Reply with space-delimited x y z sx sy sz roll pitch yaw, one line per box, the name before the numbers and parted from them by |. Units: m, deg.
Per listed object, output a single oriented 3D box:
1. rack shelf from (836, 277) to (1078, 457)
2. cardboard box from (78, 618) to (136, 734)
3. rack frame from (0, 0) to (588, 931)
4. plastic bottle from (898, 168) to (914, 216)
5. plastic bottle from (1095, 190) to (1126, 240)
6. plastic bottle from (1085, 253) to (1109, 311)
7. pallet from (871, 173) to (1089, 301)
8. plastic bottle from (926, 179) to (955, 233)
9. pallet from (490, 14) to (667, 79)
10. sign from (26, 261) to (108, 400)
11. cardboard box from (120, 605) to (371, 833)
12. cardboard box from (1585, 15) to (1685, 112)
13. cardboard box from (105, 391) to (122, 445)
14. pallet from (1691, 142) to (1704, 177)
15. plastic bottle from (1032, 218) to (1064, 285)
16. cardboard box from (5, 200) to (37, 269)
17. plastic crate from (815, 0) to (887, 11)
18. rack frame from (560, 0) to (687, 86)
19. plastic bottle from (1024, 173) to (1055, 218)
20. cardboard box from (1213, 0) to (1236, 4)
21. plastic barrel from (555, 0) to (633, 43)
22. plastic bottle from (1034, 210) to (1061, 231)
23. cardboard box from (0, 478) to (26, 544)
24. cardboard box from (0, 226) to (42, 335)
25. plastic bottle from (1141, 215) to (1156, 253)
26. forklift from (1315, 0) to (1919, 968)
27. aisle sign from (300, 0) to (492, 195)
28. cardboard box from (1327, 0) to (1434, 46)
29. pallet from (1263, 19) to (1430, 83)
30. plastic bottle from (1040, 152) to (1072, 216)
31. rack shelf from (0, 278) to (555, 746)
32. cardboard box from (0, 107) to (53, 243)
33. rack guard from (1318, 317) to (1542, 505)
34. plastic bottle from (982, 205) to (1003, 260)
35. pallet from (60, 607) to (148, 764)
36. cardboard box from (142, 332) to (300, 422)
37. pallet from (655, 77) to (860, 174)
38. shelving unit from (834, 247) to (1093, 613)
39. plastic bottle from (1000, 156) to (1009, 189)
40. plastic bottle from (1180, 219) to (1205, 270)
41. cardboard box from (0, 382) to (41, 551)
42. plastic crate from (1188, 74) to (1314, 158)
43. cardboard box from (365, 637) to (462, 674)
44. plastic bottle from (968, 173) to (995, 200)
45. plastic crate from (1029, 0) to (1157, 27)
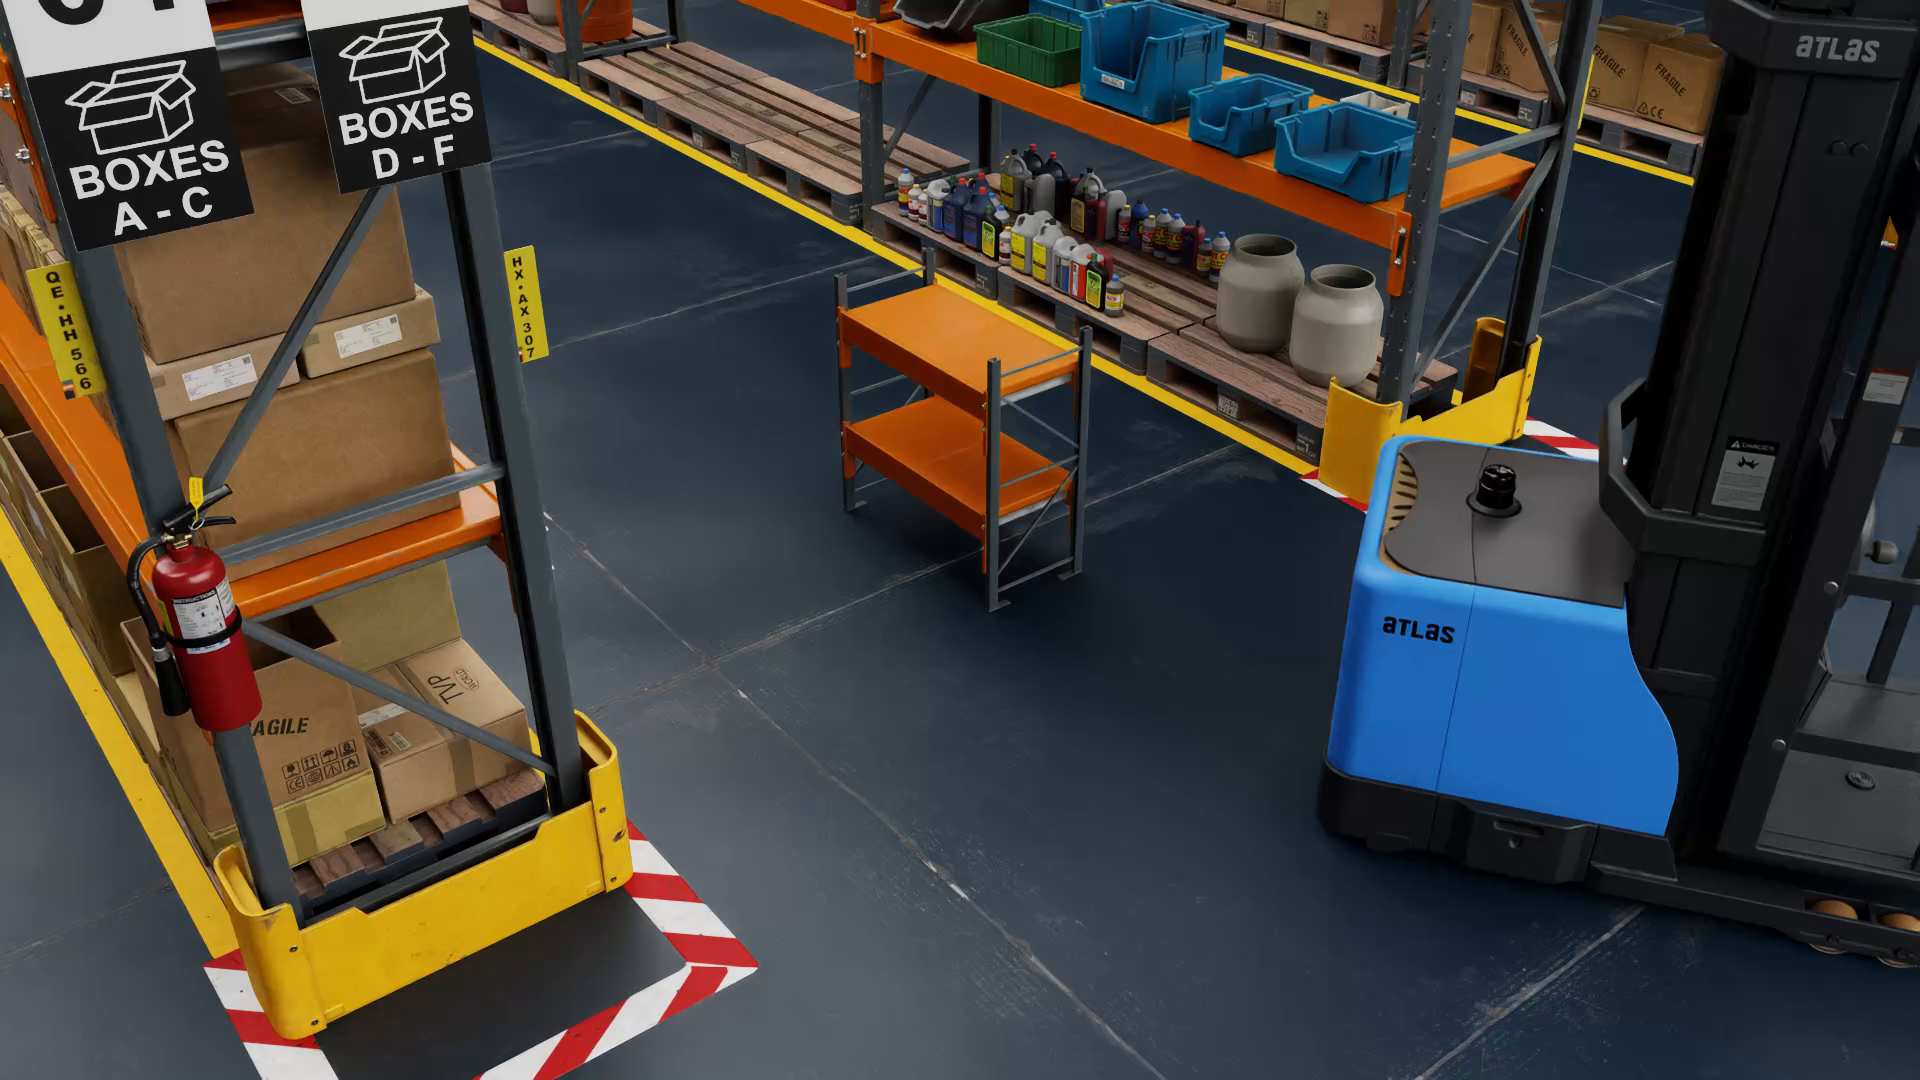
rack shelf | -0.004 -0.729 6.803 0.538 0.278 1.000 -22 38 -31
cardboard box | -2.819 0.388 5.991 0.500 0.250 0.500 -22 38 -31
rack frame | -1.633 -0.062 4.506 1.000 3.000 0.127 -22 38 -31
plastic bottle | -0.321 -2.083 9.930 0.097 0.271 0.097 0 32 0
plastic bottle | 0.864 -1.901 9.632 0.152 0.276 0.135 -22 38 -31
plastic bottle | 0.724 -1.362 8.757 0.061 0.283 0.133 -21 38 -30
pallet | 0.208 -1.852 10.031 1.003 0.211 1.213 -22 38 -31
plastic bottle | -0.101 -1.959 9.726 0.152 0.276 0.135 -21 37 -30
pallet | -3.140 -4.127 13.695 1.003 0.211 1.213 -22 38 -31
sign | -2.070 -0.484 3.865 0.100 0.325 0.005 -22 38 -31
cardboard box | -2.197 0.482 5.128 0.500 0.500 0.500 -22 38 -31
cardboard box | 4.756 -3.399 11.851 0.500 0.500 0.500 -26 40 -35
cardboard box | -2.235 -0.520 5.150 0.700 0.500 0.500 -21 38 -30
pallet | 5.678 -2.462 11.014 1.003 0.211 1.213 -22 38 -31
plastic bottle | 0.487 -1.587 9.056 0.144 0.351 0.185 -21 37 -29
cardboard box | -2.813 -1.016 5.334 0.380 0.149 0.250 -21 38 -30
plastic crate | -0.709 -3.460 9.917 0.402 0.464 0.583 -22 38 -31
rack frame | -2.623 -4.997 12.452 1.000 3.000 0.127 -22 38 -31
plastic bottle | 0.468 -2.046 9.866 0.152 0.276 0.135 -22 38 -31
cardboard box | 2.419 -4.990 14.394 0.700 0.500 0.500 -19 37 -28
plastic barrel | -2.937 -4.452 13.233 0.600 0.830 0.708 -22 38 -31
plastic bottle | 0.475 -1.691 9.295 0.152 0.276 0.135 -22 38 -31
cardboard box | -3.738 -0.238 6.998 0.500 0.250 0.500 -22 38 -31
cardboard box | -3.175 -1.160 6.180 0.700 0.500 0.500 -22 38 -31
plastic bottle | 1.085 -1.743 9.449 0.097 0.201 0.097 0 32 0
forklift | 2.777 -0.242 4.861 3.031 2.935 1.130 10 33 15
aisle sign | -1.350 -1.238 3.936 0.394 0.787 0.004 -22 38 -31
cardboard box | 3.382 -4.320 13.315 0.700 0.500 0.500 -26 40 -35
pallet | 3.263 -4.072 13.605 1.003 0.211 1.213 -22 38 -31
plastic bottle | 0.570 -2.136 9.940 0.144 0.351 0.185 -24 39 -34
rack shelf | -2.859 -0.590 6.038 1.077 0.370 4.000 -22 38 -31
cardboard box | -2.578 -1.303 5.181 0.700 0.500 0.500 -22 38 -31
rack guard | 2.199 -0.617 7.770 1.175 0.500 0.348 -22 38 -31
plastic bottle | 0.181 -1.731 9.352 0.061 0.283 0.133 -20 37 -29
pallet | -2.879 0.310 6.551 1.003 0.211 1.213 -22 38 -31
cardboard box | -2.017 -0.477 4.466 0.380 0.149 0.250 -23 39 -32
pallet | -1.435 -2.969 11.830 1.003 0.211 1.213 -22 38 -31
shelving unit | -0.004 -0.481 6.958 0.538 1.125 1.048 -22 38 -31
plastic bottle | 0.298 -2.277 10.309 0.097 0.201 0.097 0 32 0
plastic bottle | 1.292 -1.652 9.225 0.061 0.283 0.133 -22 38 -31
cardboard box | -3.435 -0.346 6.462 0.500 0.500 0.500 -22 38 -31
plastic crate | 1.345 -1.984 7.742 0.499 0.251 0.408 -22 38 -31
cardboard box | -2.095 0.425 5.930 0.500 0.250 0.500 -22 38 -31
plastic bottle | 0.111 -1.967 9.668 0.144 0.351 0.185 -22 38 -31
plastic crate | 0.723 -2.893 9.206 0.499 0.251 0.616 -22 38 -31
